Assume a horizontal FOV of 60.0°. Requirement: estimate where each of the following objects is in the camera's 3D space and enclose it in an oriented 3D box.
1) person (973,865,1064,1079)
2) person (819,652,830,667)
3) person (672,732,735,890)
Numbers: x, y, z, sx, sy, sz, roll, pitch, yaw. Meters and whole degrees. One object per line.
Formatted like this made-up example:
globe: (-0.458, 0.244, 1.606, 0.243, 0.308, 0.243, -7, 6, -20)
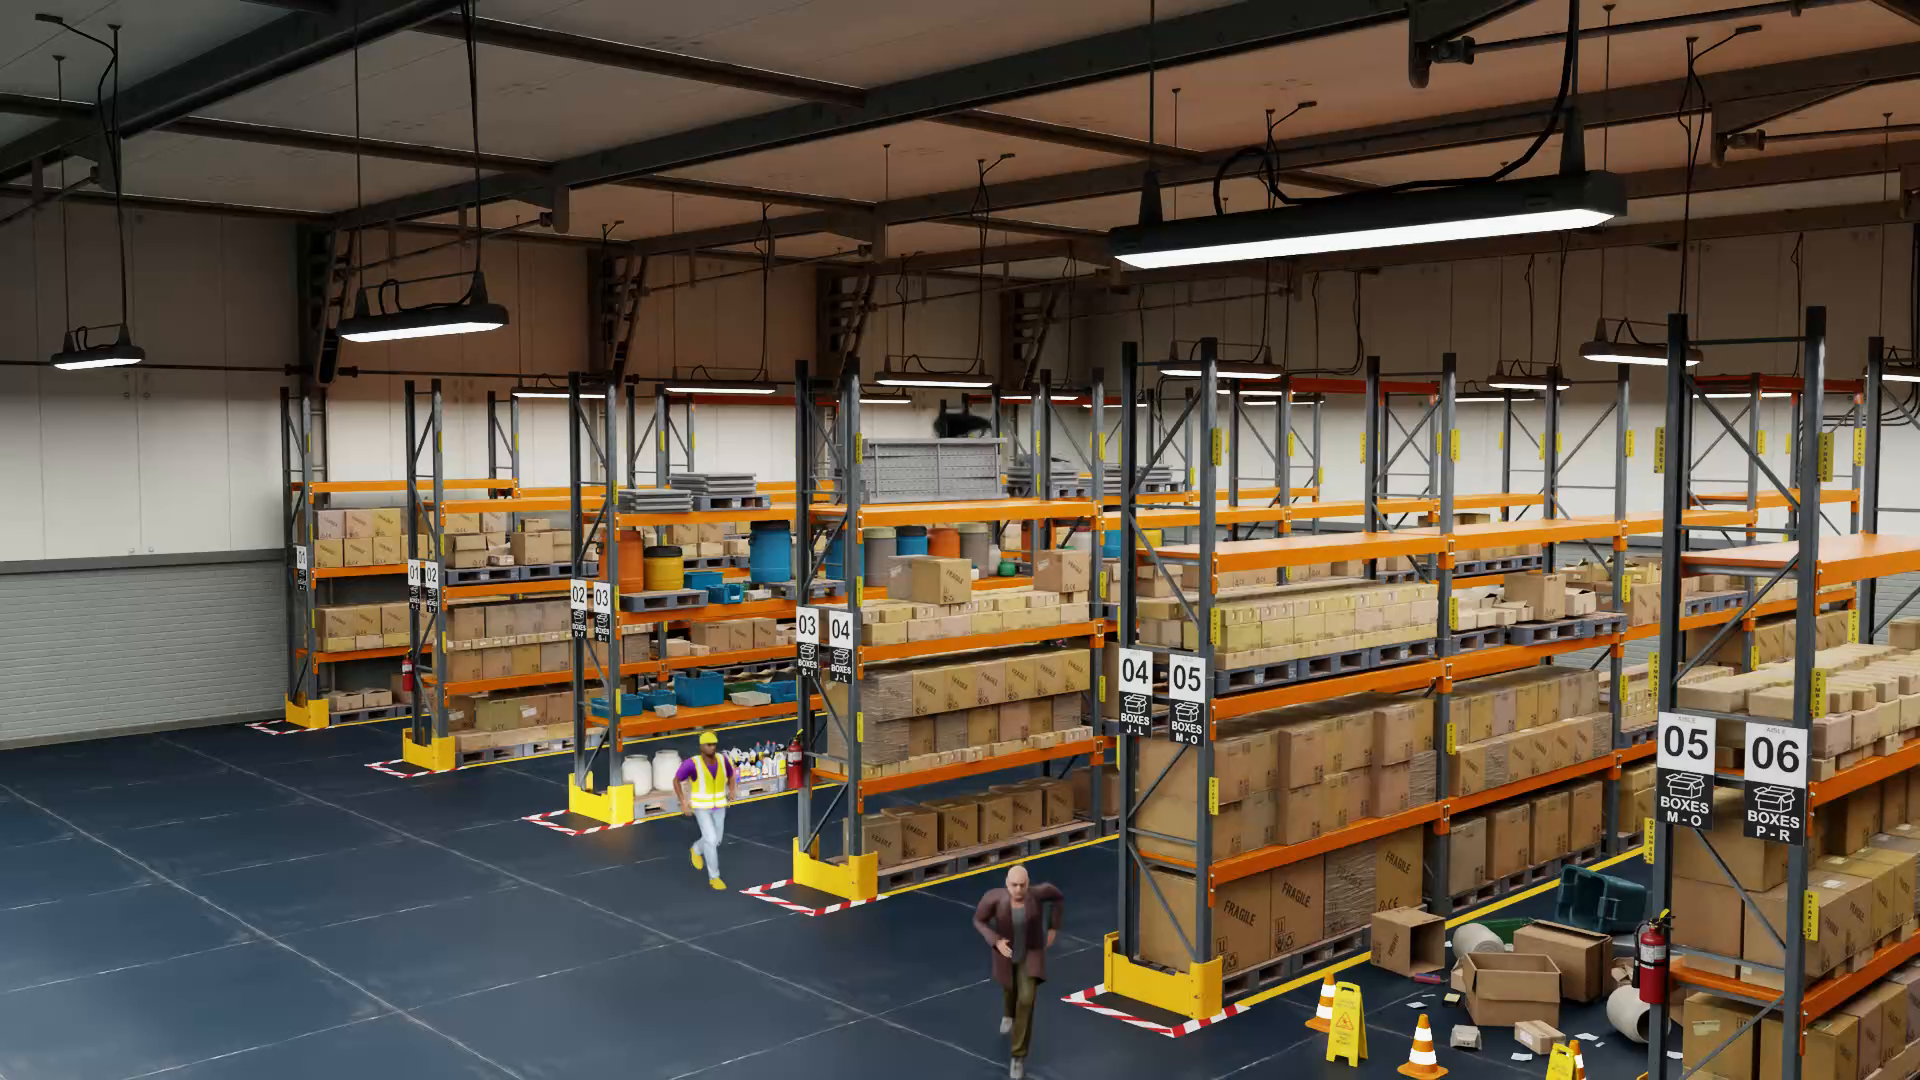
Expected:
person: (0.475, 3.460, 13.768, 0.753, 1.745, 1.070, 0, 4, -2)
person: (-2.835, 2.222, 34.495, 0.636, 1.482, 0.856, 2, 4, 31)
person: (-2.897, 3.082, 19.136, 0.732, 1.762, 0.814, -3, 5, -37)
